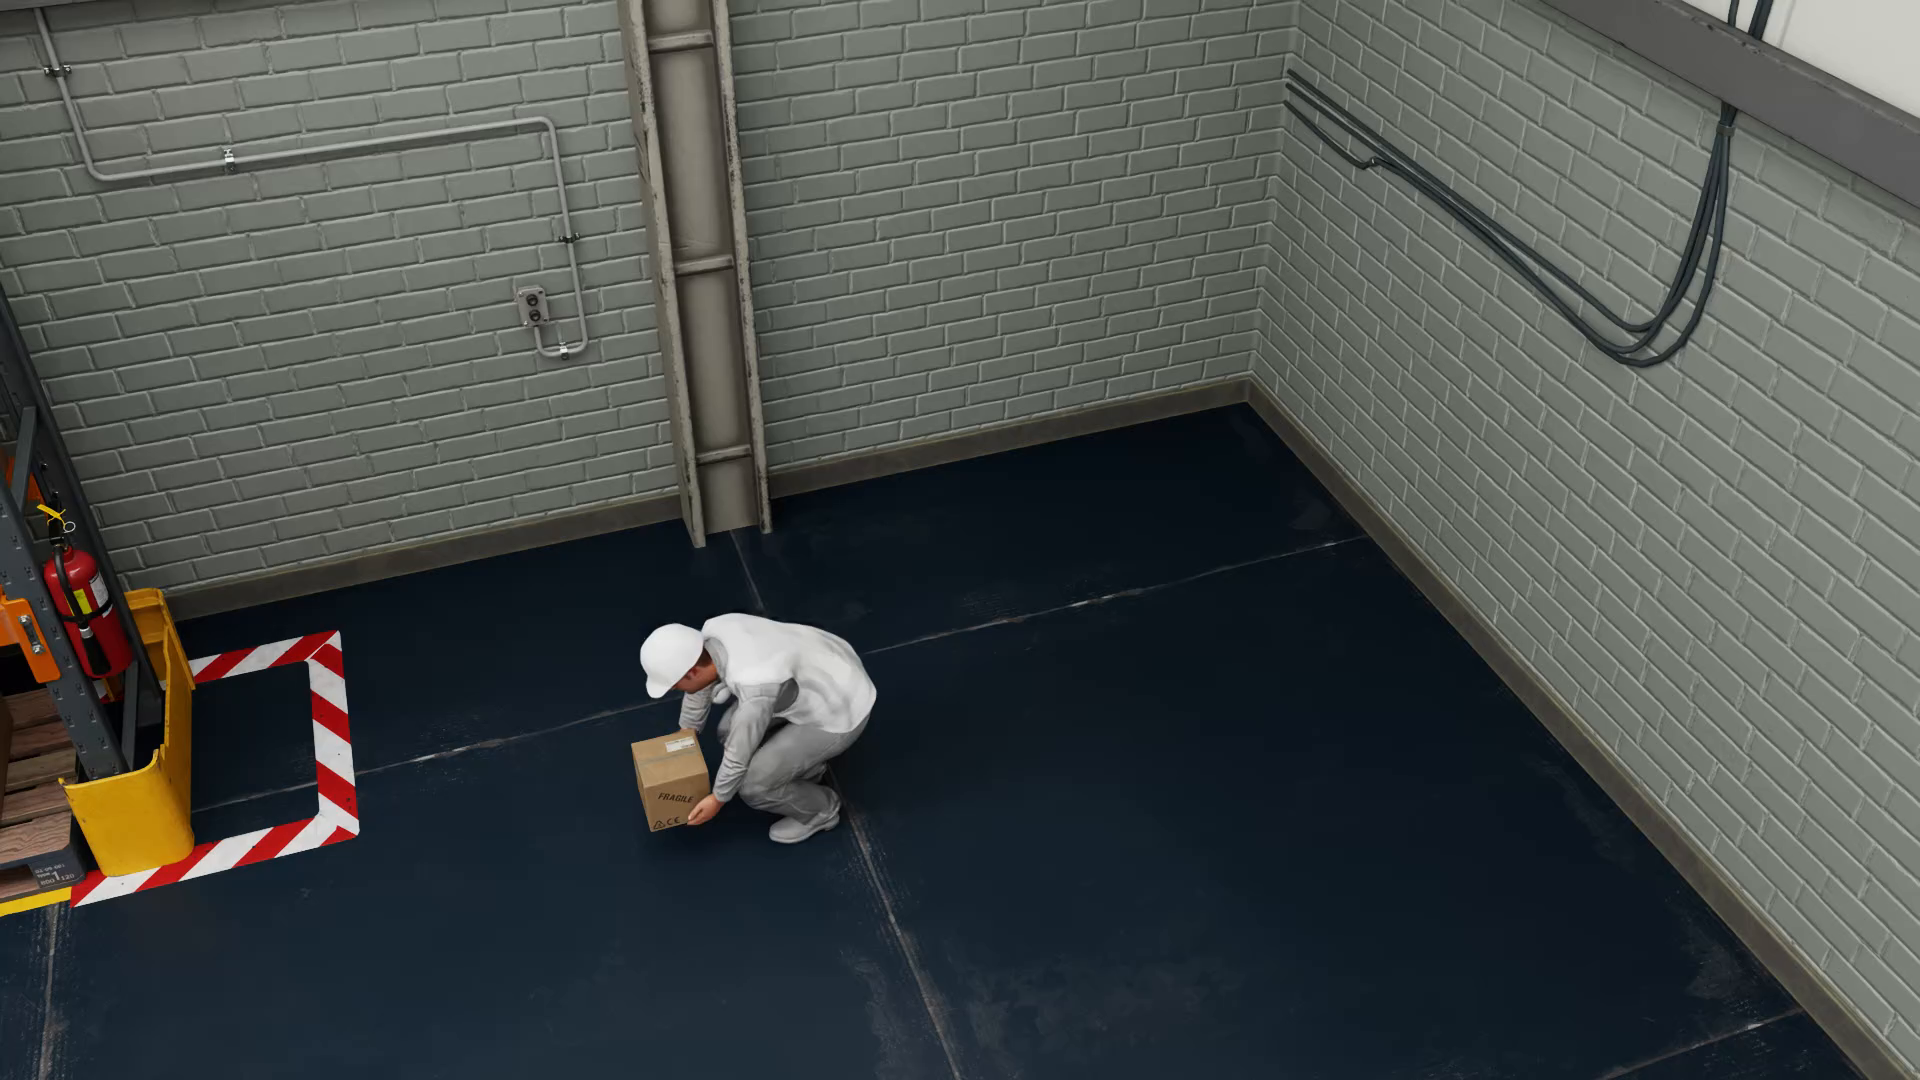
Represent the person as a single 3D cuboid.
[{"bbox_3d":[-0.752,0.689,6.400,0.866,1.125,0.557,-13,39,-16],"label":"person"}]
